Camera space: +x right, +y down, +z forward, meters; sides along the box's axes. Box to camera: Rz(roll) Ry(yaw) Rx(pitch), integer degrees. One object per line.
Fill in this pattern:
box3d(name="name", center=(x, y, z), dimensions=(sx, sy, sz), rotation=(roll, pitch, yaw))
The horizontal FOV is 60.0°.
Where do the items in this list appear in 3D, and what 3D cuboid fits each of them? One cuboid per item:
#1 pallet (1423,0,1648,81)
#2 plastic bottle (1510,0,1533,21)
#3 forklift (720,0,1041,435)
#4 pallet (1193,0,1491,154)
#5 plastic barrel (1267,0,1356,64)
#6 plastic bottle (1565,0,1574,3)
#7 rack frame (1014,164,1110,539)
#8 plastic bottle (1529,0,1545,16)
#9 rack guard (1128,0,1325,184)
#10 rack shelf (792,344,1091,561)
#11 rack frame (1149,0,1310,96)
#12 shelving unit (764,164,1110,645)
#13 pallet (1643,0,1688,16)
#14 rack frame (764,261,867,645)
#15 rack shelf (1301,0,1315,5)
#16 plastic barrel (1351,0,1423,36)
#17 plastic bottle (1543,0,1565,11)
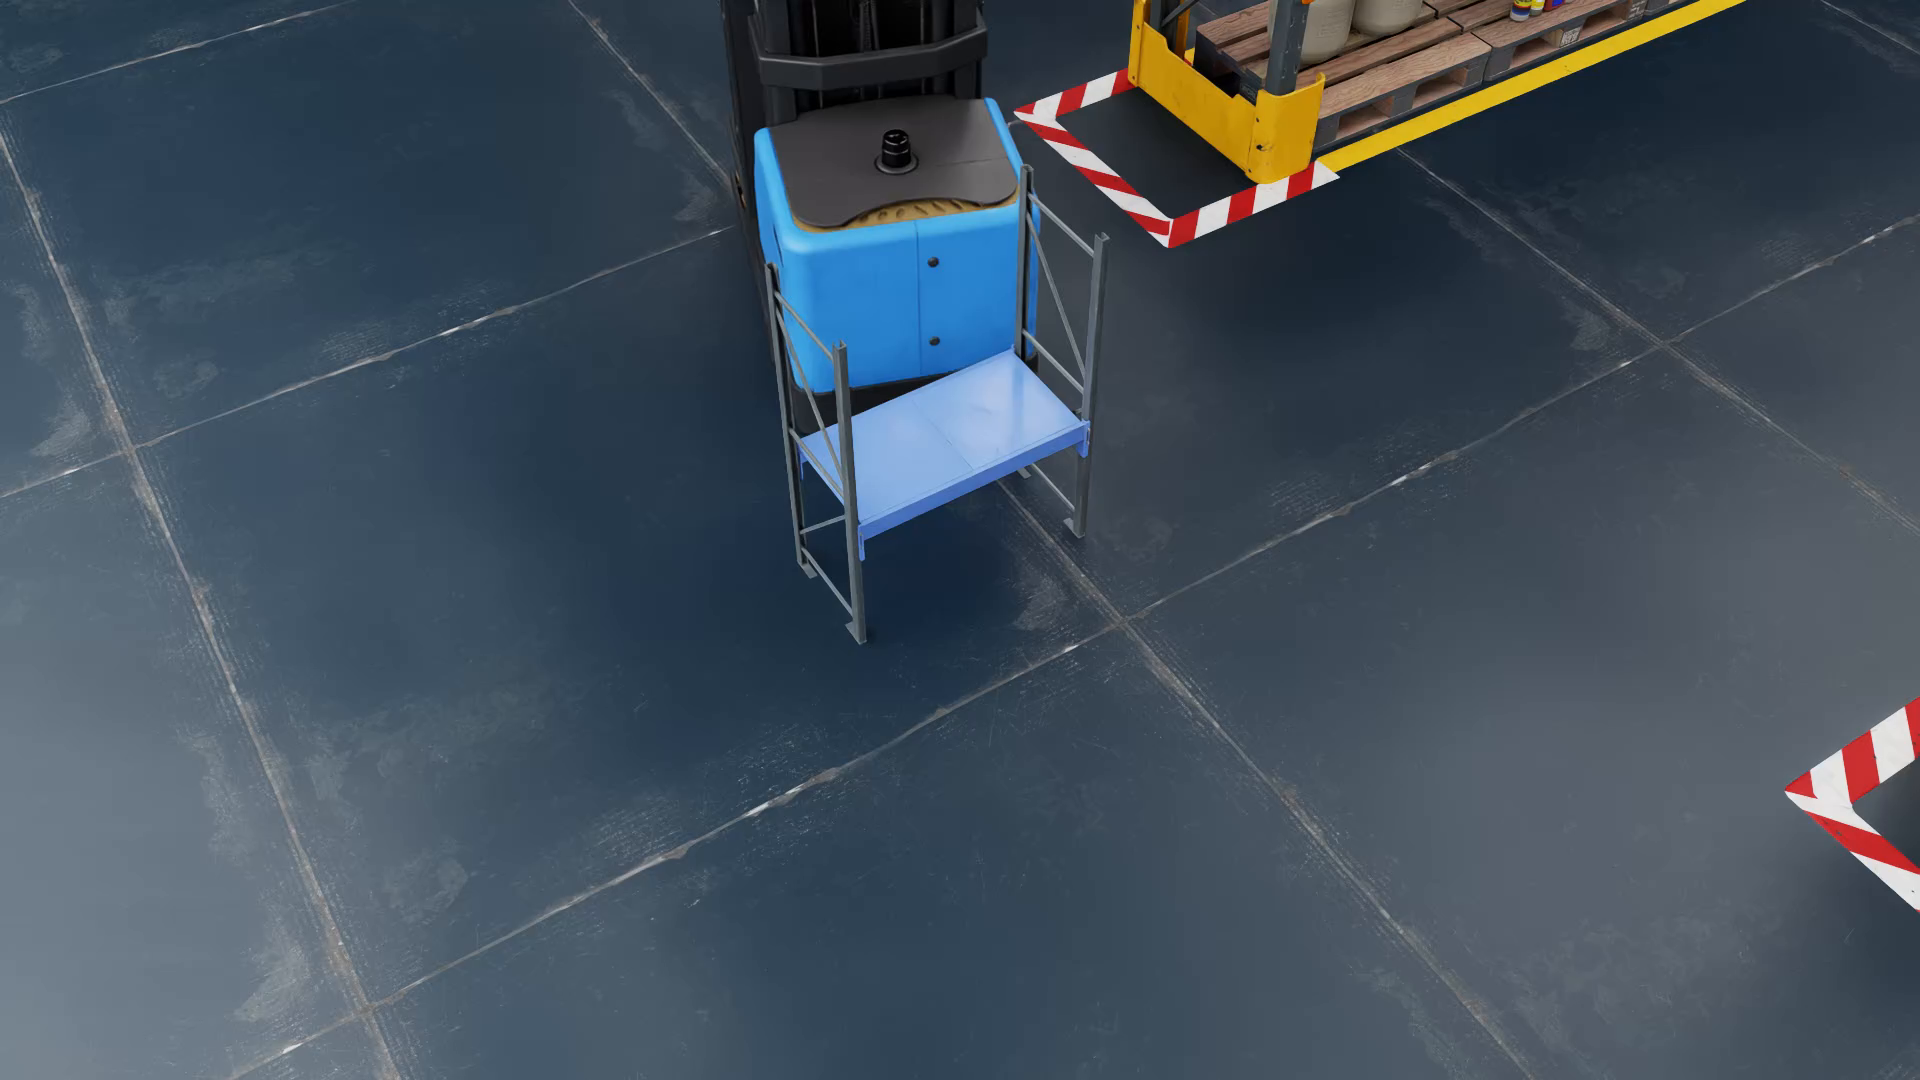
box3d(name="pallet", center=(3.050, -3.061, 9.280), dimensions=(1.213, 0.211, 1.003), rotation=(-25, 53, -21))
box3d(name="plastic bottle", center=(2.990, -2.890, 8.793), dimensions=(0.097, 0.271, 0.097), rotation=(0, 48, 0))
box3d(name="forklift", center=(-0.502, -2.534, 6.989), dimensions=(1.130, 2.935, 3.031), rotation=(-10, 49, -9))
box3d(name="pallet", center=(2.019, -2.578, 8.850), dimensions=(1.213, 0.211, 1.003), rotation=(-25, 53, -21))
box3d(name="plastic barrel", center=(1.806, -2.748, 8.519), dimensions=(0.421, 0.512, 0.421), rotation=(0, 48, 0))
box3d(name="plastic bottle", center=(3.279, -3.026, 8.914), dimensions=(0.097, 0.271, 0.097), rotation=(0, 48, 0))
box3d(name="rack frame", center=(0.358, -0.667, 6.285), dimensions=(0.032, 1.500, 0.500), rotation=(-25, 53, -21))
box3d(name="plastic bottle", center=(3.077, -2.908, 8.856), dimensions=(0.097, 0.201, 0.097), rotation=(0, 48, 0))
box3d(name="rack guard", center=(1.329, -2.354, 8.457), dimensions=(0.348, 0.500, 1.175), rotation=(-25, 53, -21))
box3d(name="rack shelf", center=(-0.072, -0.345, 6.239), dimensions=(1.000, 0.185, 0.538), rotation=(-25, 53, -21))
box3d(name="rack frame", center=(1.290, -3.125, 7.470), dimensions=(0.127, 3.000, 1.000), rotation=(-25, 53, -21))
box3d(name="shelving unit", center=(-0.072, -0.465, 6.105), dimensions=(1.048, 1.500, 0.538), rotation=(-25, 53, -21))
box3d(name="pallet", center=(4.083, -3.550, 9.716), dimensions=(1.213, 0.211, 1.003), rotation=(-25, 53, -21))
box3d(name="rack frame", center=(-0.502, -0.262, 5.925), dimensions=(0.032, 1.500, 0.500), rotation=(-25, 53, -21))
box3d(name="rack shelf", center=(2.981, -3.683, 8.448), dimensions=(4.000, 0.370, 1.077), rotation=(-25, 53, -21))
box3d(name="plastic barrel", center=(2.230, -2.948, 8.697), dimensions=(0.421, 0.512, 0.421), rotation=(0, 48, 0))
box3d(name="plastic bottle", center=(3.191, -2.973, 8.858), dimensions=(0.133, 0.283, 0.061), rotation=(-24, 53, -20))
